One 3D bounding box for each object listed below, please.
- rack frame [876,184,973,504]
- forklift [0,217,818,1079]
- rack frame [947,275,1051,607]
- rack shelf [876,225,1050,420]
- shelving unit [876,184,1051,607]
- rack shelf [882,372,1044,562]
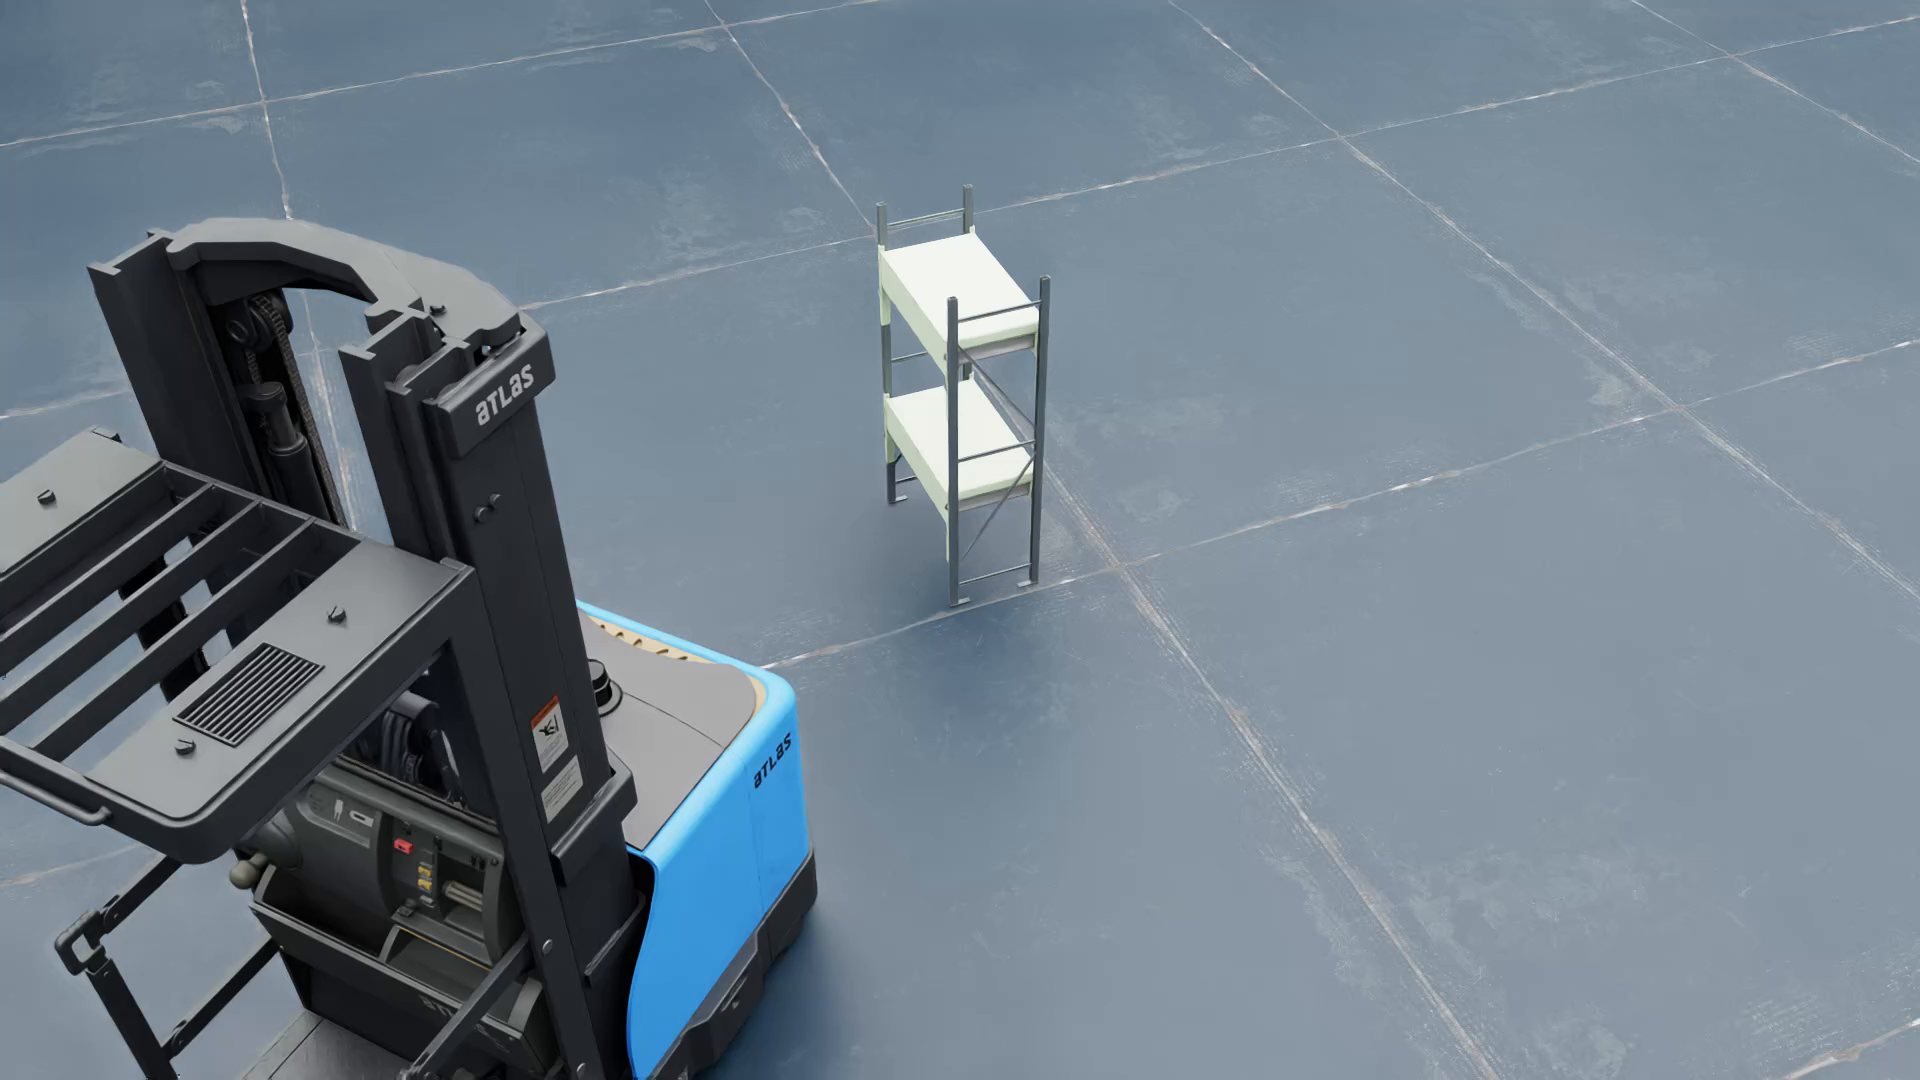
[{"bbox_3d":[-0.137,-0.785,7.013,0.400,1.500,0.023,-15,43,-17],"label":"rack frame"},{"bbox_3d":[-1.603,0.854,4.009,1.130,2.935,3.031,18,44,20],"label":"forklift"},{"bbox_3d":[0.143,-0.344,6.500,0.400,1.500,0.023,-15,43,-17],"label":"rack frame"},{"bbox_3d":[0.003,-0.861,6.502,0.431,0.370,0.720,-15,43,-17],"label":"rack shelf"},{"bbox_3d":[0.003,-0.565,6.756,0.431,1.500,0.755,-15,43,-17],"label":"shelving unit"},{"bbox_3d":[0.003,-0.317,6.969,0.431,0.370,0.720,-15,43,-17],"label":"rack shelf"}]
